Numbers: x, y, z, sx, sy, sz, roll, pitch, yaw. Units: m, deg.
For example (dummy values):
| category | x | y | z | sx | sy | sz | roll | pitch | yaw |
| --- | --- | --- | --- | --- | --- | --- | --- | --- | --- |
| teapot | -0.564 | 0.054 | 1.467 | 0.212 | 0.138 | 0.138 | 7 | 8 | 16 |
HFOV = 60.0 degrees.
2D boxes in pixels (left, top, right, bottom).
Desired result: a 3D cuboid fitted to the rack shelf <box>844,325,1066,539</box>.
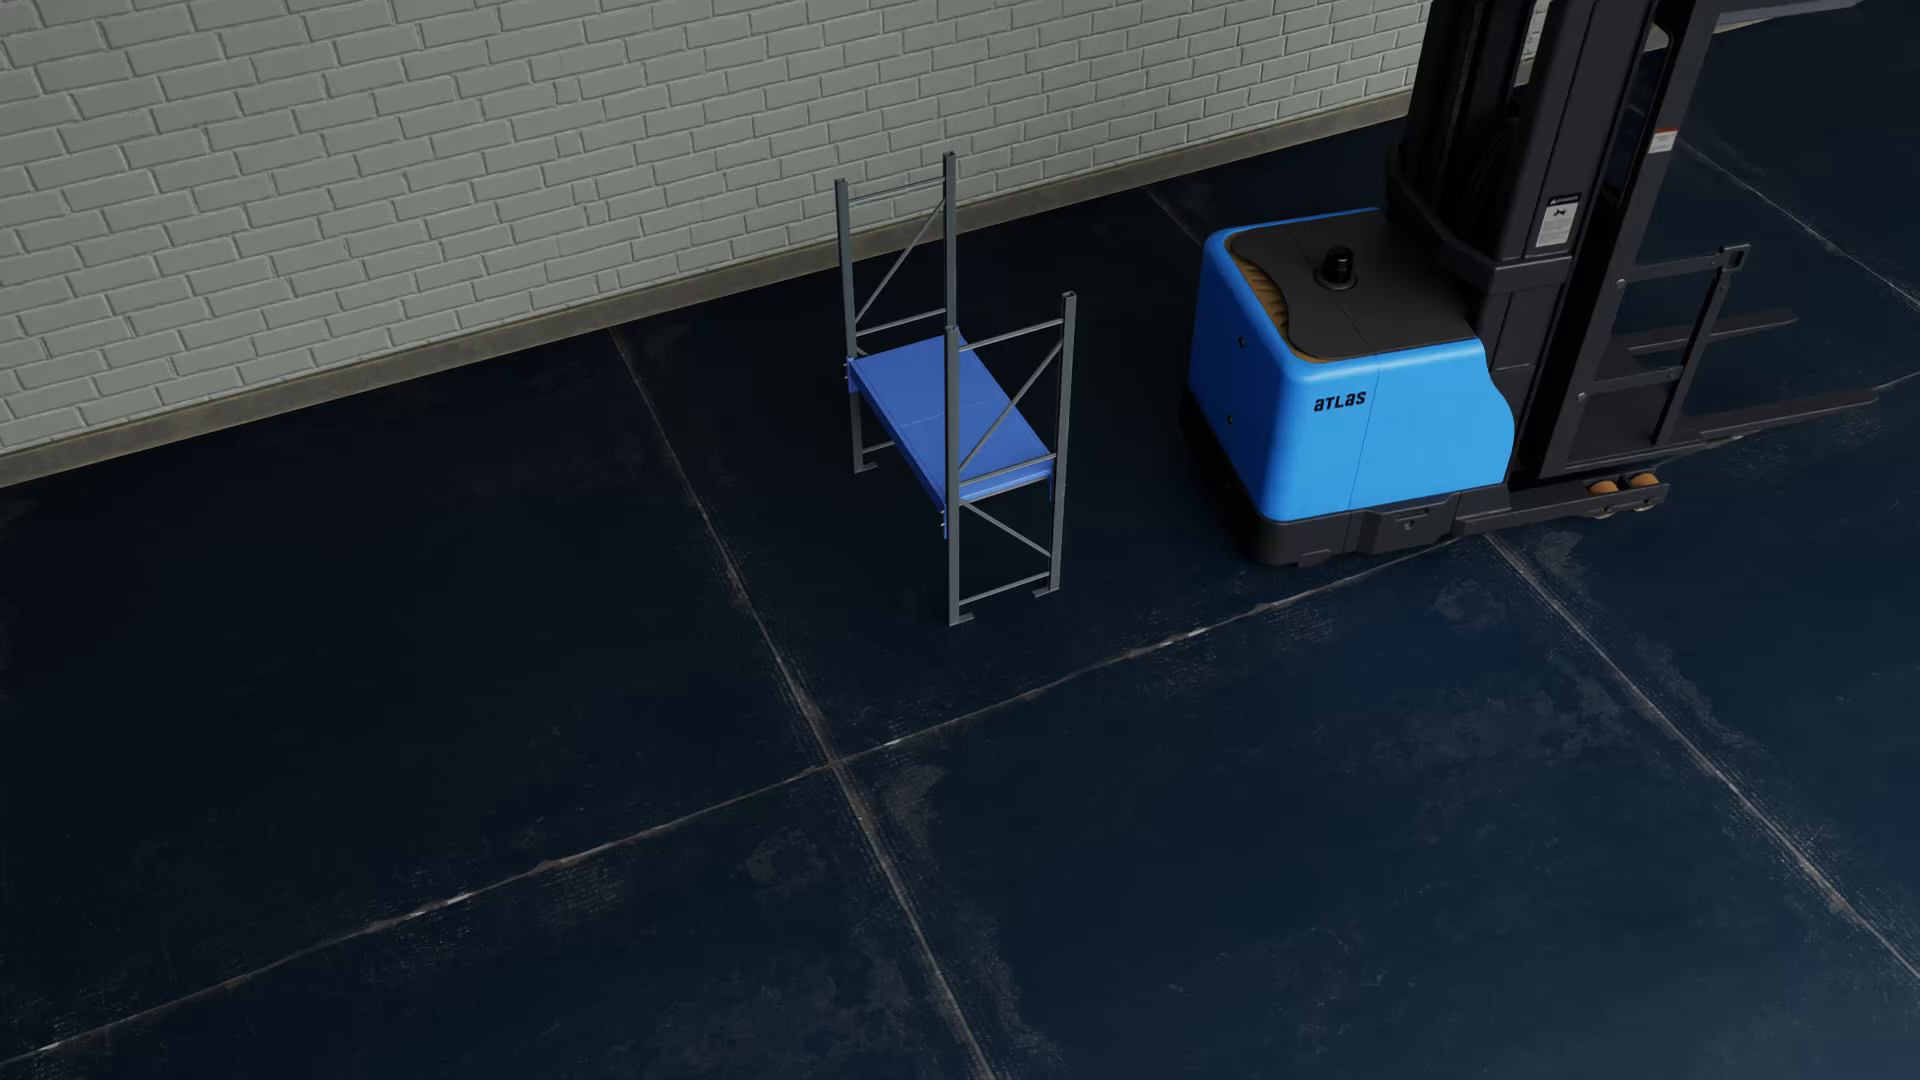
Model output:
| category | x | y | z | sx | sy | sz | roll | pitch | yaw |
| --- | --- | --- | --- | --- | --- | --- | --- | --- | --- |
| rack shelf | -0.036 | -0.460 | 6.773 | 0.538 | 0.185 | 1.000 | -18 | 47 | -17 |

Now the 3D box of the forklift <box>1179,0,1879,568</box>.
| category | x | y | z | sx | sy | sz | roll | pitch | yaw |
| --- | --- | --- | --- | --- | --- | --- | --- | --- | --- |
| forklift | 2.571 | -1.487 | 6.539 | 3.031 | 2.935 | 1.130 | -10 | 46 | -10 |

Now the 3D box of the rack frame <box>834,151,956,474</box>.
| category | x | y | z | sx | sy | sz | roll | pitch | yaw |
| --- | --- | --- | --- | --- | --- | --- | --- | --- | --- |
| rack frame | -0.250 | -0.912 | 6.975 | 0.500 | 1.500 | 0.032 | -18 | 47 | -17 |

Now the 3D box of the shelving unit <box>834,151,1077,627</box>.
| category | x | y | z | sx | sy | sz | roll | pitch | yaw |
| --- | --- | --- | --- | --- | --- | --- | --- | --- | --- |
| shelving unit | -0.036 | -0.588 | 6.647 | 0.538 | 1.500 | 1.048 | -18 | 47 | -17 |

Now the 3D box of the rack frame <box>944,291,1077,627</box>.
| category | x | y | z | sx | sy | sz | roll | pitch | yaw |
| --- | --- | --- | --- | --- | --- | --- | --- | --- | --- |
| rack frame | 0.178 | -0.264 | 6.319 | 0.500 | 1.500 | 0.032 | -18 | 47 | -17 |
